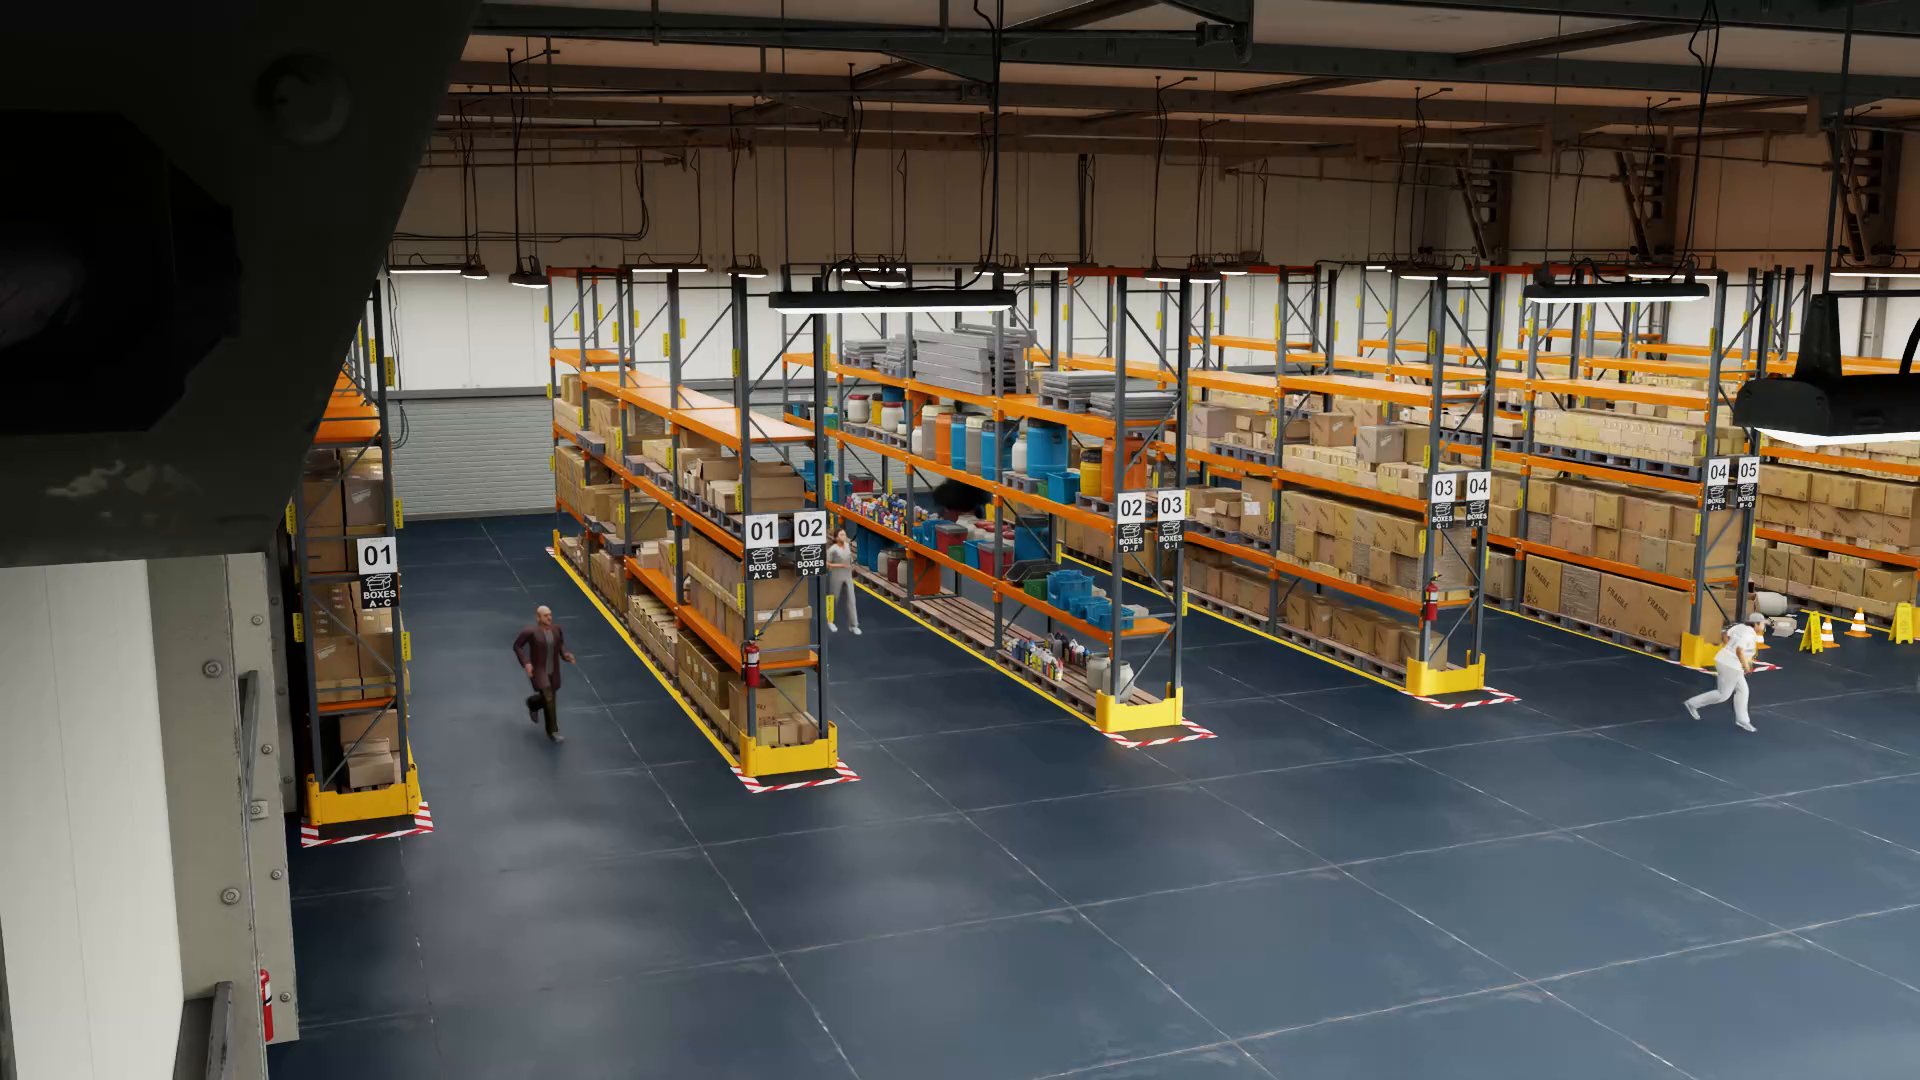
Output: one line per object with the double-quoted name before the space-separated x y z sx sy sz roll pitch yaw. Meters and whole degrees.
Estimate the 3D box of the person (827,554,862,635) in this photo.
"person" -1.867 0.854 26.384 0.344 1.297 0.887 -8 12 -37

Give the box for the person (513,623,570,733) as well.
"person" -5.522 1.761 21.837 0.760 1.466 0.693 9 13 42

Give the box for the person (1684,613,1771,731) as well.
"person" 10.214 1.753 22.181 1.008 1.623 0.596 1 10 8
